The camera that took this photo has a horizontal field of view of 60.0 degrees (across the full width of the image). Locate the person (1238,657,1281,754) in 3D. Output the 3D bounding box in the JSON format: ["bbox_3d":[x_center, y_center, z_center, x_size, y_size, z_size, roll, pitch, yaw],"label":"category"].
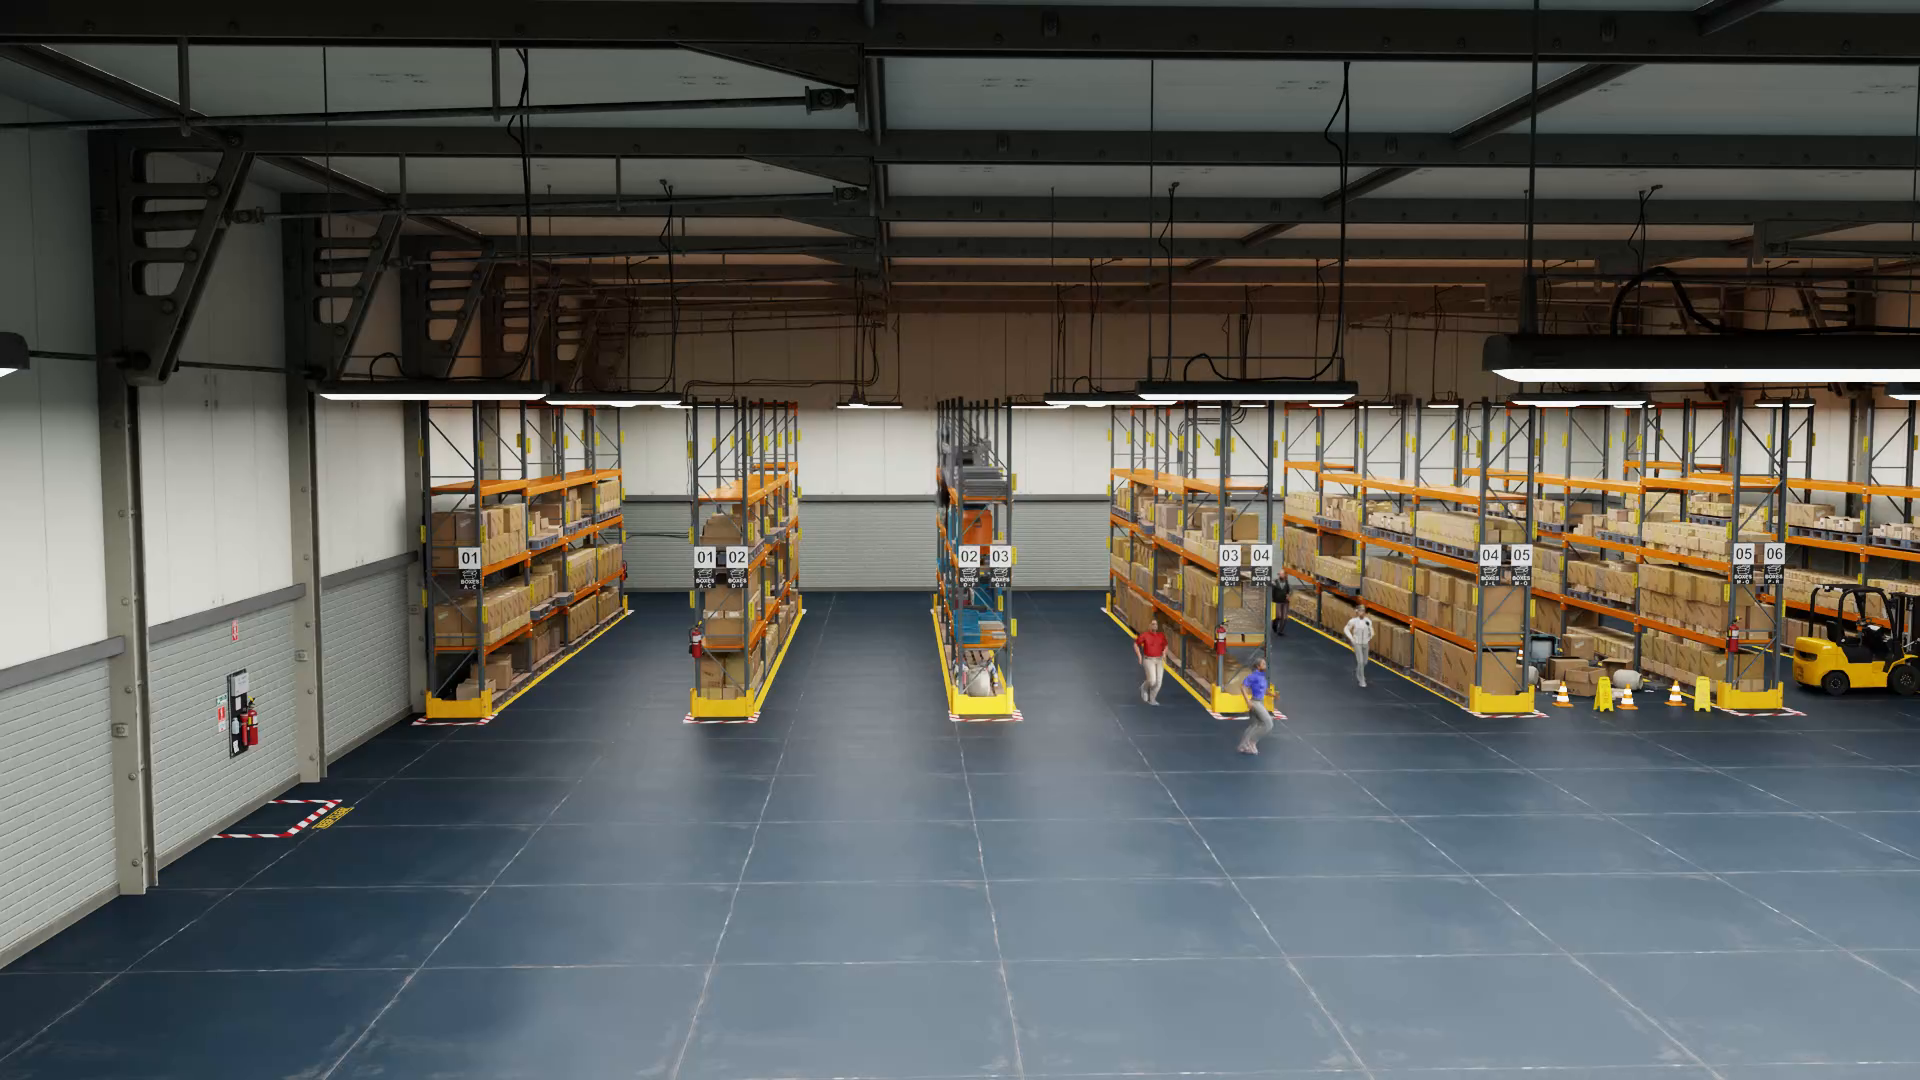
[{"bbox_3d":[4.980,2.760,27.690,0.723,1.613,0.543,2,5,24],"label":"person"}]

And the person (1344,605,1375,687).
[{"bbox_3d":[8.389,2.189,34.907,0.624,1.692,0.738,0,4,-6],"label":"person"}]

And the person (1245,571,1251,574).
[{"bbox_3d":[7.953,1.254,47.229,0.651,1.652,0.528,2,5,28],"label":"person"}]

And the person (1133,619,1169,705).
[{"bbox_3d":[3.773,2.384,32.309,0.664,1.677,0.590,-1,5,-16],"label":"person"}]

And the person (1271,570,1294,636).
[{"bbox_3d":[8.182,1.619,42.324,0.656,1.684,0.578,0,4,-2],"label":"person"}]
